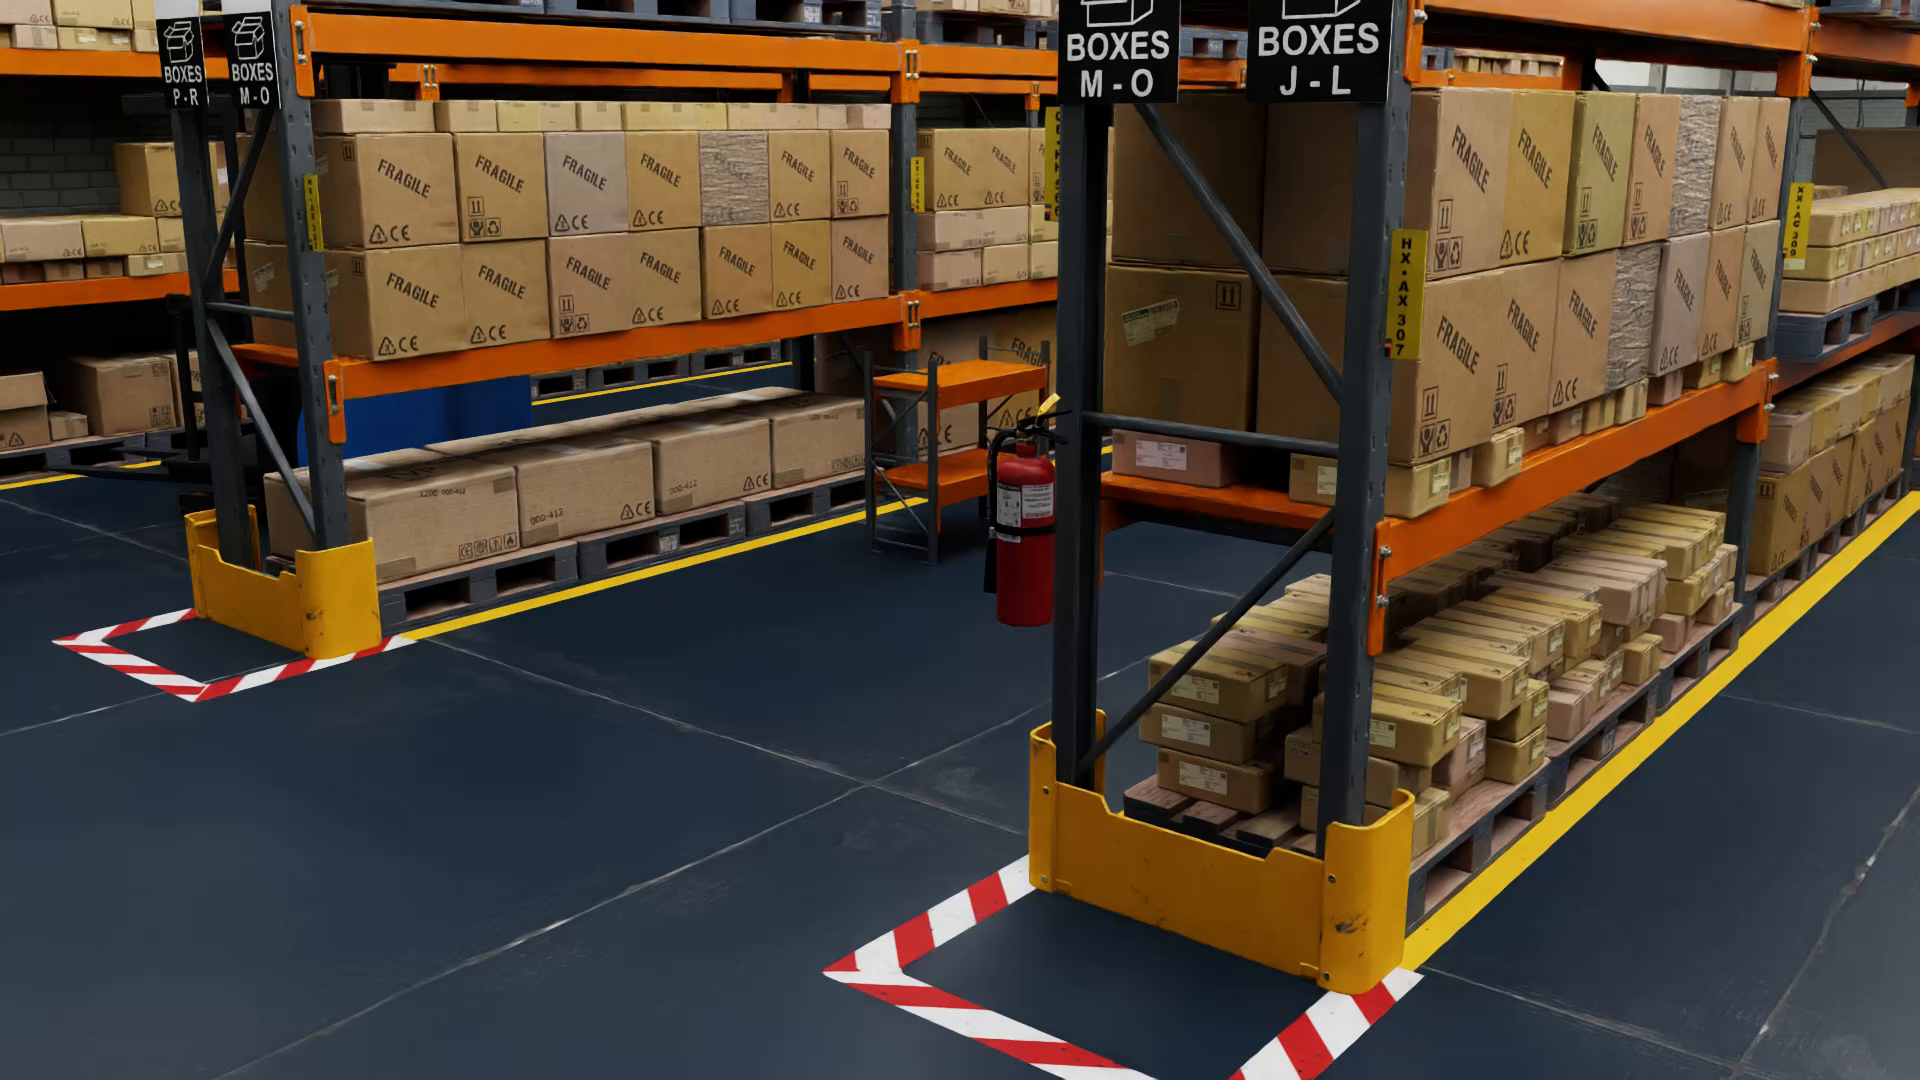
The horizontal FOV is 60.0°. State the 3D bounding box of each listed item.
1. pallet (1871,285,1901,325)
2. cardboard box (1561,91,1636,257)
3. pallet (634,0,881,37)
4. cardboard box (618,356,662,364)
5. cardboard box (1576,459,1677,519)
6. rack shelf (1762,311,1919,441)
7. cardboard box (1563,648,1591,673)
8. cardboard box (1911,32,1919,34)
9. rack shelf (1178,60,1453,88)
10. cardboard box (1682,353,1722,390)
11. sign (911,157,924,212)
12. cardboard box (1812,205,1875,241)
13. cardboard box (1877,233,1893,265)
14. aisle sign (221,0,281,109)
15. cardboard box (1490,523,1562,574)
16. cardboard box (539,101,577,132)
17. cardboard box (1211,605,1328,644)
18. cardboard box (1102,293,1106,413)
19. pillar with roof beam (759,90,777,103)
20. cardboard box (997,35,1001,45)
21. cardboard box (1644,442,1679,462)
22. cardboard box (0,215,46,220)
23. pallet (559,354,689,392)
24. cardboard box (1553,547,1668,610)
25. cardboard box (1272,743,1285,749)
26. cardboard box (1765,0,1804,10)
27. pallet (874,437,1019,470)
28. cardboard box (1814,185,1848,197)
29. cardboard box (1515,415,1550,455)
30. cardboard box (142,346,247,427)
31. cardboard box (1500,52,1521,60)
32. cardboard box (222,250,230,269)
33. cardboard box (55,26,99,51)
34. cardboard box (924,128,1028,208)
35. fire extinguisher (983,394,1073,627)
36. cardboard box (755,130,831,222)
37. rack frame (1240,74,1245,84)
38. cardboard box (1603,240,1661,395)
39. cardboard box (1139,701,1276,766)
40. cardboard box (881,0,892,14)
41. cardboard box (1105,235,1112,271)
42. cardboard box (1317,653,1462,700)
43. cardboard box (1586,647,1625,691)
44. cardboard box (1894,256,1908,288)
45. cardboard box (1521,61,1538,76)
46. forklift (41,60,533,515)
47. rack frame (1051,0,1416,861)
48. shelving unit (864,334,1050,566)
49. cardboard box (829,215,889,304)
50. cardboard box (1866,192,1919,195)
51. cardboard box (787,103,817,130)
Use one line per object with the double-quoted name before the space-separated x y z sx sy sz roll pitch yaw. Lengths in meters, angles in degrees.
"pallet" 4.524 -1.342 9.201 1.003 0.211 1.213 11 18 38
"cardboard box" 1.853 -1.204 5.431 0.500 0.500 0.500 11 18 36
"pallet" -1.214 -3.056 9.650 1.003 0.211 1.213 11 18 38
"cardboard box" -3.101 -1.915 15.291 0.500 0.500 0.500 10 18 36
"cardboard box" 3.491 -0.227 8.647 0.500 0.500 0.500 11 18 36
"rack shelf" 4.479 -1.088 9.276 1.077 0.370 4.000 11 18 38
"cardboard box" 2.192 0.375 6.388 0.380 0.149 0.250 12 19 40
"cardboard box" 4.953 -2.981 8.968 0.500 0.500 0.500 11 18 38
"rack shelf" 3.079 -4.055 14.861 1.077 0.370 4.000 11 18 38
"cardboard box" 2.933 -0.733 6.927 0.380 0.149 0.250 12 19 40
"sign" -0.259 -2.173 10.165 0.100 0.325 0.005 11 18 38
"cardboard box" 4.161 -1.531 8.008 0.380 0.149 0.250 11 18 38
"cardboard box" 4.481 -1.485 8.431 0.380 0.149 0.250 12 19 40
"aisle sign" -3.026 -2.236 7.052 0.394 0.787 0.004 11 18 38
"cardboard box" 2.358 0.023 7.169 0.380 0.149 0.250 11 18 36
"cardboard box" -2.130 -2.112 8.293 0.380 0.149 0.250 11 18 38
"cardboard box" 1.110 0.353 5.870 0.380 0.149 0.250 11 18 36
"cardboard box" 0.760 -1.451 12.704 0.875 0.875 0.875 12 18 38
"pillar with roof beam" 1.426 -5.965 14.826 9.100 9.000 0.400 11 18 38
"cardboard box" 0.208 -5.586 18.554 0.500 0.311 0.500 11 18 36
"cardboard box" 3.493 -0.591 8.559 0.500 0.250 0.500 11 18 36
"cardboard box" -6.661 -2.101 11.502 0.500 0.250 0.500 11 18 38
"pallet" -3.307 -1.613 15.543 1.003 0.211 1.213 11 18 38
"cardboard box" 2.598 0.152 6.661 0.380 0.149 0.250 10 17 35
"cardboard box" 0.959 0.692 5.743 0.380 0.149 0.250 12 19 39
"cardboard box" 3.123 -2.299 6.794 0.500 0.250 0.500 12 18 39
"pallet" -0.265 -0.608 11.589 1.003 0.211 1.213 11 18 38
"cardboard box" 5.292 -2.131 10.367 0.380 0.149 0.250 11 18 38
"cardboard box" 1.751 -0.395 5.595 0.380 0.149 0.250 11 18 37
"cardboard box" -5.633 -1.140 12.242 0.500 0.500 0.500 12 18 39
"cardboard box" 5.468 -5.094 17.191 0.500 0.250 0.500 11 18 38
"cardboard box" -5.543 -2.053 12.124 0.380 0.149 0.250 11 18 37
"cardboard box" -5.973 -3.343 11.108 0.380 0.149 0.250 11 18 37
"cardboard box" 0.107 -2.475 11.040 0.500 0.500 0.500 11 18 37
"fire extinguisher" 0.191 -0.093 4.811 0.296 0.674 0.183 11 18 38
"cardboard box" -1.099 -2.105 9.582 0.500 0.500 0.500 11 18 37
"rack frame" 1.822 -2.567 13.634 1.000 3.000 0.127 11 18 38
"cardboard box" 2.155 -0.821 5.954 0.500 0.500 0.500 11 18 36
"cardboard box" 0.818 0.601 5.498 0.380 0.149 0.250 11 18 36
"cardboard box" -0.301 -3.616 11.001 0.500 0.311 0.500 11 18 38
"cardboard box" 0.770 -2.061 11.947 0.500 0.250 0.500 11 18 37
"cardboard box" 1.381 0.483 5.359 0.380 0.149 0.250 12 18 39
"cardboard box" 2.374 0.490 6.539 0.380 0.149 0.250 12 18 39
"cardboard box" 4.804 -1.439 8.851 0.380 0.149 0.250 10 17 35
"cardboard box" 5.913 -5.018 17.702 0.380 0.149 0.250 11 18 37
"forklift" -4.263 -1.659 10.200 3.031 2.935 1.130 3 15 12
"rack frame" 0.708 -0.288 4.664 1.000 3.000 0.127 11 18 38
"shelving unit" -0.004 -0.544 9.479 0.538 1.125 1.048 11 18 38
"cardboard box" -0.785 -1.721 10.101 0.500 0.500 0.500 11 18 38
"cardboard box" 5.295 -1.876 9.363 0.380 0.149 0.250 12 19 39
"cardboard box" -1.052 -2.460 9.663 0.380 0.149 0.250 11 18 38
